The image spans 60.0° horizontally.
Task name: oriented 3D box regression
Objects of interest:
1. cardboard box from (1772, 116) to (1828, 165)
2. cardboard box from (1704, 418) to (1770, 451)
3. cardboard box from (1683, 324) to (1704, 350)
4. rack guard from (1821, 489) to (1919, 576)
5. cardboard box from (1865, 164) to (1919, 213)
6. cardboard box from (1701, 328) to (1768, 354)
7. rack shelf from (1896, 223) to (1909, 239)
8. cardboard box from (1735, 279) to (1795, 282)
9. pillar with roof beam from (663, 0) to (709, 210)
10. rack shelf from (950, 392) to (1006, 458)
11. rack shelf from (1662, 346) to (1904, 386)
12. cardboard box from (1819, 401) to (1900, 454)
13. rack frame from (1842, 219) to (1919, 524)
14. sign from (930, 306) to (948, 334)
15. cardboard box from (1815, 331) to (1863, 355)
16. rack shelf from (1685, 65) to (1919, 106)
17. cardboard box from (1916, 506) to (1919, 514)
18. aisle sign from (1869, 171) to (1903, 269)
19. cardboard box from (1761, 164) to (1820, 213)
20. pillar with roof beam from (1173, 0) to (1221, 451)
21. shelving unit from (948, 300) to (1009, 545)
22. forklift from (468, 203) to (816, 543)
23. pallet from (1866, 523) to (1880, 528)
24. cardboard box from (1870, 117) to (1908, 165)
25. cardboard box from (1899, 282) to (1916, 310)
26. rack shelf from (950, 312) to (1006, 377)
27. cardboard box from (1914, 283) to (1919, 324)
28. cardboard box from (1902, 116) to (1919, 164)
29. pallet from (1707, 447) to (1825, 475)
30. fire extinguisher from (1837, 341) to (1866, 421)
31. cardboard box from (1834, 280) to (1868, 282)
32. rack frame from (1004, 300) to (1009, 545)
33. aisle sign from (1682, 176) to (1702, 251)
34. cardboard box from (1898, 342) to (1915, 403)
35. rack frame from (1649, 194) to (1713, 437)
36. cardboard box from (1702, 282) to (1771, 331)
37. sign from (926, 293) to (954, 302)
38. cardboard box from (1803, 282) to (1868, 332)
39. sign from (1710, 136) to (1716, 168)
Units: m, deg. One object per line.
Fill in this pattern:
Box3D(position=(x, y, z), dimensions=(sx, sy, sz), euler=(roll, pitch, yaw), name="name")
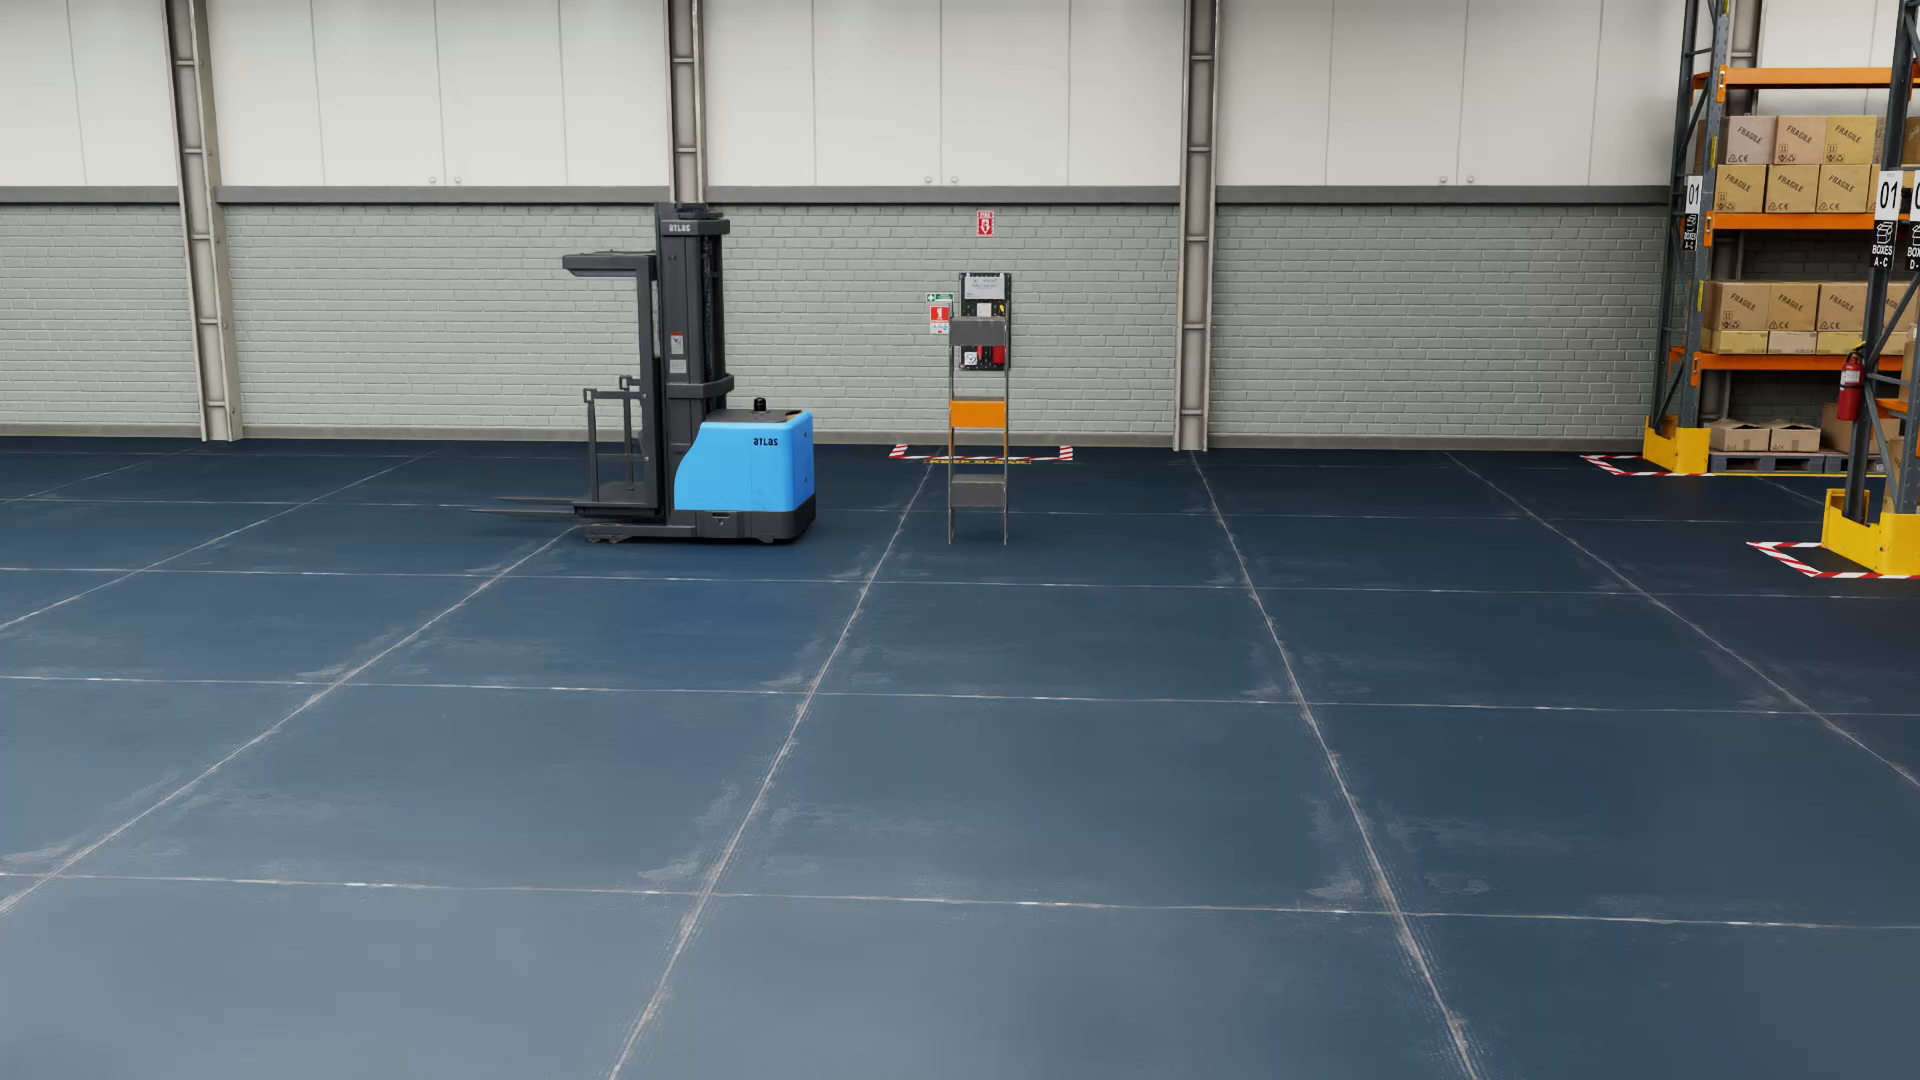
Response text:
Box3D(position=(8.860, -4.258, 17.735), dimensions=(0.500, 0.500, 0.500), euler=(1, 12, 3), name="cardboard box")
Box3D(position=(8.679, -1.185, 18.598), dimensions=(0.500, 0.311, 0.500), euler=(-1, 12, -3), name="cardboard box")
Box3D(position=(8.475, -2.283, 18.673), dimensions=(0.500, 0.250, 0.500), euler=(1, 12, 5), name="cardboard box")
Box3D(position=(7.644, -0.078, 13.921), dimensions=(0.348, 0.500, 1.175), euler=(1, 12, 4), name="rack guard")
Box3D(position=(9.900, -3.761, 17.801), dimensions=(0.500, 0.500, 0.500), euler=(2, 12, 7), name="cardboard box")
Box3D(position=(8.461, -2.178, 18.172), dimensions=(0.500, 0.250, 0.500), euler=(0, 12, 2), name="cardboard box")
Box3D(position=(9.663, -2.390, 13.299), dimensions=(4.000, 0.370, 1.077), euler=(1, 12, 4), name="rack shelf")
Box3D(position=(8.981, -2.645, 18.572), dimensions=(0.500, 0.500, 0.500), euler=(1, 12, 5), name="cardboard box")
Box3D(position=(-3.509, -4.702, 15.266), dimensions=(0.400, 9.000, 9.100), euler=(1, 12, 4), name="pillar with roof beam")
Box3D(position=(0.165, -1.012, 14.545), dimensions=(0.480, 0.518, 0.431), euler=(1, 12, 4), name="rack shelf")
Box3D(position=(9.991, -1.934, 18.444), dimensions=(4.000, 0.370, 1.077), euler=(1, 12, 4), name="rack shelf")
Box3D(position=(9.977, -1.249, 18.445), dimensions=(0.500, 0.500, 0.700), euler=(0, 12, 0), name="cardboard box")
Box3D(position=(7.668, -1.301, 13.663), dimensions=(0.127, 3.000, 1.000), euler=(1, 12, 4), name="rack frame")
Box3D(position=(-0.243, -2.650, 20.025), dimensions=(0.234, 0.329, 0.001), euler=(1, 12, 4), name="sign")
Box3D(position=(9.488, -2.166, 18.113), dimensions=(0.500, 0.250, 0.500), euler=(1, 12, 3), name="cardboard box")
Box3D(position=(9.991, -4.869, 17.830), dimensions=(4.000, 0.370, 1.077), euler=(1, 12, 4), name="rack shelf")
Box3D(position=(8.188, -0.108, 13.649), dimensions=(0.500, 0.250, 0.500), euler=(1, 12, 4), name="cardboard box")
Box3D(position=(7.622, -2.635, 13.688), dimensions=(0.004, 0.787, 0.394), euler=(1, 12, 4), name="aisle sign")
Box3D(position=(8.846, -3.770, 17.846), dimensions=(0.500, 0.500, 0.500), euler=(2, 12, 8), name="cardboard box")
Box3D(position=(2.477, -4.620, 14.874), dimensions=(0.400, 9.000, 9.100), euler=(1, 12, 4), name="pillar with roof beam")
Box3D(position=(0.165, -1.025, 14.542), dimensions=(0.503, 2.100, 0.431), euler=(1, 12, 4), name="shelving unit")
Box3D(position=(-2.887, -1.515, 14.851), dimensions=(3.031, 2.935, 1.130), euler=(1, 12, 6), name="forklift")
Box3D(position=(8.434, 0.065, 13.939), dimensions=(1.213, 0.211, 1.003), euler=(1, 12, 4), name="pallet")
Box3D(position=(9.980, -4.352, 18.188), dimensions=(0.500, 0.500, 0.500), euler=(1, 12, 4), name="cardboard box")
Box3D(position=(10.494, -2.520, 17.976), dimensions=(0.500, 0.500, 0.500), euler=(0, 12, 2), name="cardboard box")
Box3D(position=(0.165, -1.697, 14.402), dimensions=(0.480, 0.518, 0.431), euler=(1, 12, 4), name="rack shelf")
Box3D(position=(8.186, -1.976, 13.474), dimensions=(0.500, 0.500, 0.700), euler=(1, 12, 4), name="cardboard box")
Box3D(position=(10.399, -4.237, 17.635), dimensions=(0.500, 0.500, 0.500), euler=(0, 12, 2), name="cardboard box")
Box3D(position=(8.879, -0.929, 18.694), dimensions=(1.213, 0.211, 1.003), euler=(1, 12, 4), name="pallet")
Box3D(position=(7.581, -1.360, 14.132), dimensions=(0.183, 0.674, 0.296), euler=(1, 12, 4), name="fire extinguisher")
Box3D(position=(10.000, -2.632, 18.509), dimensions=(0.500, 0.500, 0.500), euler=(1, 12, 5), name="cardboard box")
Box3D(position=(0.409, -1.022, 14.526), dimensions=(0.015, 2.100, 0.400), euler=(1, 12, 4), name="rack frame")
Box3D(position=(7.903, -3.526, 17.947), dimensions=(0.004, 0.787, 0.394), euler=(1, 12, 4), name="aisle sign")
Box3D(position=(8.133, -1.341, 13.610), dimensions=(0.500, 0.500, 0.700), euler=(1, 12, 4), name="cardboard box")
Box3D(position=(7.995, -2.313, 18.501), dimensions=(0.127, 3.000, 1.000), euler=(1, 12, 4), name="rack frame")
Box3D(position=(8.451, -2.549, 18.113), dimensions=(0.500, 0.500, 0.500), euler=(1, 12, 4), name="cardboard box")
Box3D(position=(-0.239, -2.908, 19.962), dimensions=(0.331, 0.109, 0.001), euler=(1, 12, 4), name="sign")
Box3D(position=(9.459, -2.532, 18.031), dimensions=(0.500, 0.500, 0.500), euler=(0, 12, 2), name="cardboard box")
Box3D(position=(7.959, -4.099, 17.575), dimensions=(0.005, 0.325, 0.100), euler=(1, 12, 4), name="sign")
